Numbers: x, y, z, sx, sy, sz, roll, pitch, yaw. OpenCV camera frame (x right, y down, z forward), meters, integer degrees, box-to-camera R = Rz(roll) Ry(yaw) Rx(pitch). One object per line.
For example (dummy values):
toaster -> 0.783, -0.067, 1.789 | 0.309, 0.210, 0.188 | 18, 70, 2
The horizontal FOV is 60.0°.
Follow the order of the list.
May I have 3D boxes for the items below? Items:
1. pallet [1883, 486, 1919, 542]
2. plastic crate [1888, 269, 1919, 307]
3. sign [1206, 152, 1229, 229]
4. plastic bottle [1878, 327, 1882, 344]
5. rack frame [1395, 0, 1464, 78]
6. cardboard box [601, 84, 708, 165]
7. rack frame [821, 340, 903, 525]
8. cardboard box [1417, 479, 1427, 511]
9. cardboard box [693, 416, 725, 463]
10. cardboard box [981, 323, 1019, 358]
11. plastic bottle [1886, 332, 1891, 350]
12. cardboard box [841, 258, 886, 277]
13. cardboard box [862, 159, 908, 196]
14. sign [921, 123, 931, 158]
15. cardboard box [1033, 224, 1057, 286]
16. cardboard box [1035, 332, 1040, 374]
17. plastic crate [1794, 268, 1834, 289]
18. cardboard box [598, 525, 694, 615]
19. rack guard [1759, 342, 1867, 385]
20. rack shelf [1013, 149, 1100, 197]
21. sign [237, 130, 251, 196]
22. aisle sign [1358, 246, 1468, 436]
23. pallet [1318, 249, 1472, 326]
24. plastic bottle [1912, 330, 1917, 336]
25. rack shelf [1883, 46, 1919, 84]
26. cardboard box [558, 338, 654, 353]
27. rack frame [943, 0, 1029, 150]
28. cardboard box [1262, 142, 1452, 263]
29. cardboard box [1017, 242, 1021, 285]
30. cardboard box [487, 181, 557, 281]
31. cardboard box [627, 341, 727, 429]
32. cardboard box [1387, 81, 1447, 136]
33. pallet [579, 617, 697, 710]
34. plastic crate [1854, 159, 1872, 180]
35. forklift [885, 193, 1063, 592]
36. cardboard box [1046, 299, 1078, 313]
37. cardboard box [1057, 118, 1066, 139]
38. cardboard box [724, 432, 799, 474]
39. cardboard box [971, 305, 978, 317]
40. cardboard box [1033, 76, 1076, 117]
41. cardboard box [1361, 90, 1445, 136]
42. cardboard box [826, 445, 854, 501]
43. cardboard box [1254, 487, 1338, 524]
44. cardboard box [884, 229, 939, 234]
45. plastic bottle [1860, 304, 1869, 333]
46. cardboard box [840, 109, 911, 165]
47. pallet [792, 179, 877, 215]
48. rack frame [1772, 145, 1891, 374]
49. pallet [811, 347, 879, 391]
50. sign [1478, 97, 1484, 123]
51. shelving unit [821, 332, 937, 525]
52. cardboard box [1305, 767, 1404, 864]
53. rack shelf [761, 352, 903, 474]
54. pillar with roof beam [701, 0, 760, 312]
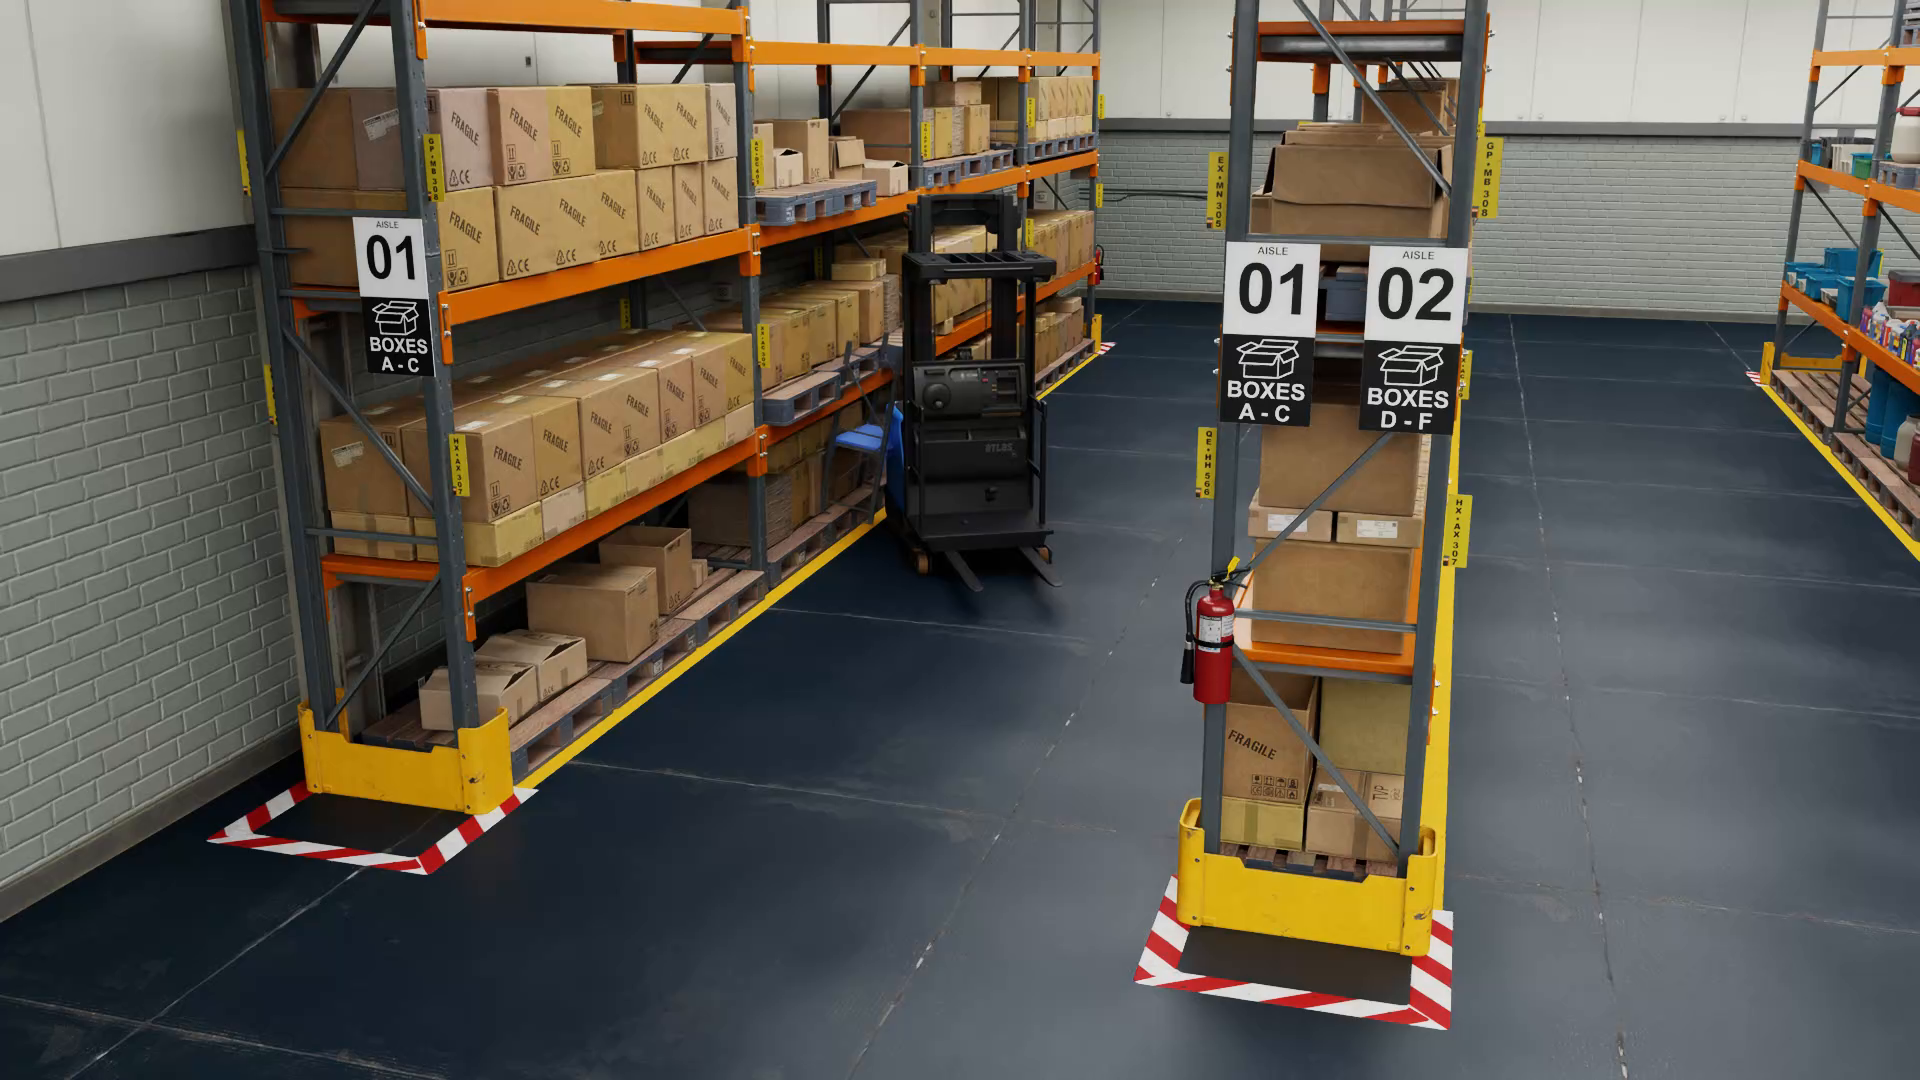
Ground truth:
pallet -> 8.840, -0.205, 14.665 | 1.003, 0.211, 1.213 | 5, 16, 16
plastic crate -> 10.287, -2.657, 17.974 | 0.402, 0.464, 0.583 | 5, 16, 16
sign -> 1.119, -1.506, 7.167 | 0.100, 0.325, 0.005 | 5, 16, 16
plastic bottle -> 9.078, -2.022, 16.323 | 0.097, 0.201, 0.097 | 0, 16, 0
rack frame -> 6.182, -6.701, 21.464 | 1.000, 3.000, 0.127 | 5, 16, 16
cardboard box -> -2.008, -2.744, 10.956 | 0.500, 0.500, 0.500 | 6, 17, 19
rack frame -> -0.851, -0.907, 14.136 | 0.500, 1.500, 0.032 | 14, 14, 13
cardboard box -> 2.098, -0.210, 8.200 | 0.380, 0.149, 0.250 | 5, 16, 16
cardboard box -> -1.972, -0.719, 11.606 | 0.500, 0.250, 0.500 | 5, 17, 16
cardboard box -> 0.234, -2.139, 19.545 | 0.750, 0.750, 0.750 | 5, 17, 17
plastic bottle -> 8.974, -1.926, 15.986 | 0.097, 0.201, 0.097 | 0, 16, 0
cardboard box -> -0.911, -2.585, 15.766 | 0.380, 0.149, 0.250 | 2, 16, 9
cardboard box -> -0.788, -3.306, 15.117 | 0.500, 0.311, 0.500 | 5, 16, 16
sign -> -0.323, -3.754, 15.625 | 0.100, 0.325, 0.005 | 5, 16, 16
cardboard box -> 0.677, -3.627, 21.071 | 0.980, 0.700, 0.700 | 4, 16, 14
cardboard box -> 0.605, -2.339, 20.890 | 0.700, 0.500, 0.500 | 5, 17, 17
plastic crate -> 10.357, -3.167, 20.195 | 0.416, 0.233, 0.300 | 5, 16, 16
cardboard box -> -2.236, 0.207, 11.878 | 0.500, 0.500, 0.500 | 3, 16, 12
rack guard -> 10.924, -2.235, 21.292 | 1.175, 0.500, 0.348 | 5, 16, 16
rack shelf -> 0.863, -4.772, 21.478 | 1.077, 0.370, 4.000 | 5, 16, 16
sign -> -3.642, -1.930, 8.516 | 0.100, 0.325, 0.005 | 5, 16, 16
aisle sign -> 1.910, -0.839, 7.026 | 0.394, 0.787, 0.004 | 5, 16, 16
pallet -> 1.861, -1.213, 7.773 | 1.003, 0.211, 1.213 | 5, 16, 16
plastic bottle -> 8.836, -1.797, 15.383 | 0.061, 0.283, 0.133 | 5, 16, 16
rack shelf -> 9.225, -4.208, 14.725 | 1.077, 0.370, 4.000 | 5, 16, 16
cardboard box -> -2.463, -1.115, 11.628 | 0.500, 0.500, 0.500 | 5, 16, 16
rack frame -> 0.295, -6.038, 19.126 | 1.000, 3.000, 0.127 | 5, 16, 16
cardboard box -> 1.802, -1.541, 7.554 | 0.797, 0.503, 0.637 | 6, 17, 20
cardboard box -> 0.405, -3.212, 19.393 | 0.500, 0.500, 0.500 | 4, 16, 15
cardboard box -> -2.594, -1.719, 9.176 | 0.500, 0.500, 0.500 | 6, 17, 20
cardboard box -> -1.953, -1.078, 11.498 | 0.500, 0.500, 0.500 | 5, 16, 16
cardboard box -> 4.038, -3.808, 14.745 | 0.500, 0.500, 0.500 | 5, 16, 16
pallet -> -2.481, 0.781, 11.188 | 1.003, 0.211, 1.213 | 5, 16, 16
plastic crate -> 9.624, -3.859, 17.329 | 0.450, 0.188, 0.662 | 5, 16, 16
forklift -> 0.126, -1.242, 13.338 | 1.130, 2.935, 3.031 | -3, 16, -11
cardboard box -> 1.395, -3.204, 22.752 | 0.380, 0.149, 0.250 | 5, 17, 17
cardboard box -> 1.041, -5.200, 20.991 | 0.500, 0.250, 0.500 | 4, 16, 14
cardboard box -> -1.664, -0.738, 13.835 | 0.500, 0.250, 0.500 | 4, 16, 15
cardboard box -> -0.020, -2.533, 18.185 | 0.380, 0.149, 0.250 | 5, 17, 18
cardboard box -> 1.192, -5.700, 21.380 | 0.500, 0.500, 0.500 | 4, 16, 13
cardboard box -> 3.124, -2.918, 11.756 | 0.500, 0.500, 0.500 | 6, 17, 21
cardboard box -> -1.369, -0.664, 14.948 | 0.700, 0.500, 0.500 | 5, 16, 16
cardboard box -> 1.634, -0.173, 8.069 | 0.380, 0.149, 0.250 | 5, 17, 17
cardboard box -> -0.518, -3.208, 18.004 | 0.500, 0.250, 0.500 | 4, 16, 15
plastic bottle -> 9.280, -2.265, 17.030 | 0.061, 0.283, 0.133 | 5, 16, 16
cardboard box -> -0.762, -3.937, 16.226 | 0.700, 0.500, 0.500 | 3, 16, 12
pallet -> -1.410, -2.836, 13.679 | 1.213, 0.211, 1.003 | 5, 16, 16
rack frame -> 10.930, -3.430, 20.925 | 1.000, 3.000, 0.127 | 5, 16, 16
pallet -> -1.365, -1.492, 14.444 | 1.003, 0.211, 1.213 | 5, 16, 16
sign -> 5.578, -4.608, 17.911 | 0.100, 0.325, 0.005 | 5, 16, 16
shelving unit -> -0.716, -1.003, 14.617 | 0.538, 1.500, 1.048 | 14, 14, 13
cardboard box -> 2.001, 1.369, 8.276 | 0.500, 0.250, 0.500 | 5, 16, 16
rack shelf -> -1.411, -1.236, 14.508 | 1.077, 0.370, 4.000 | 5, 16, 16
pillar with roof beam -> 2.087, -4.385, 13.297 | 9.100, 9.000, 0.400 | 5, 16, 16
